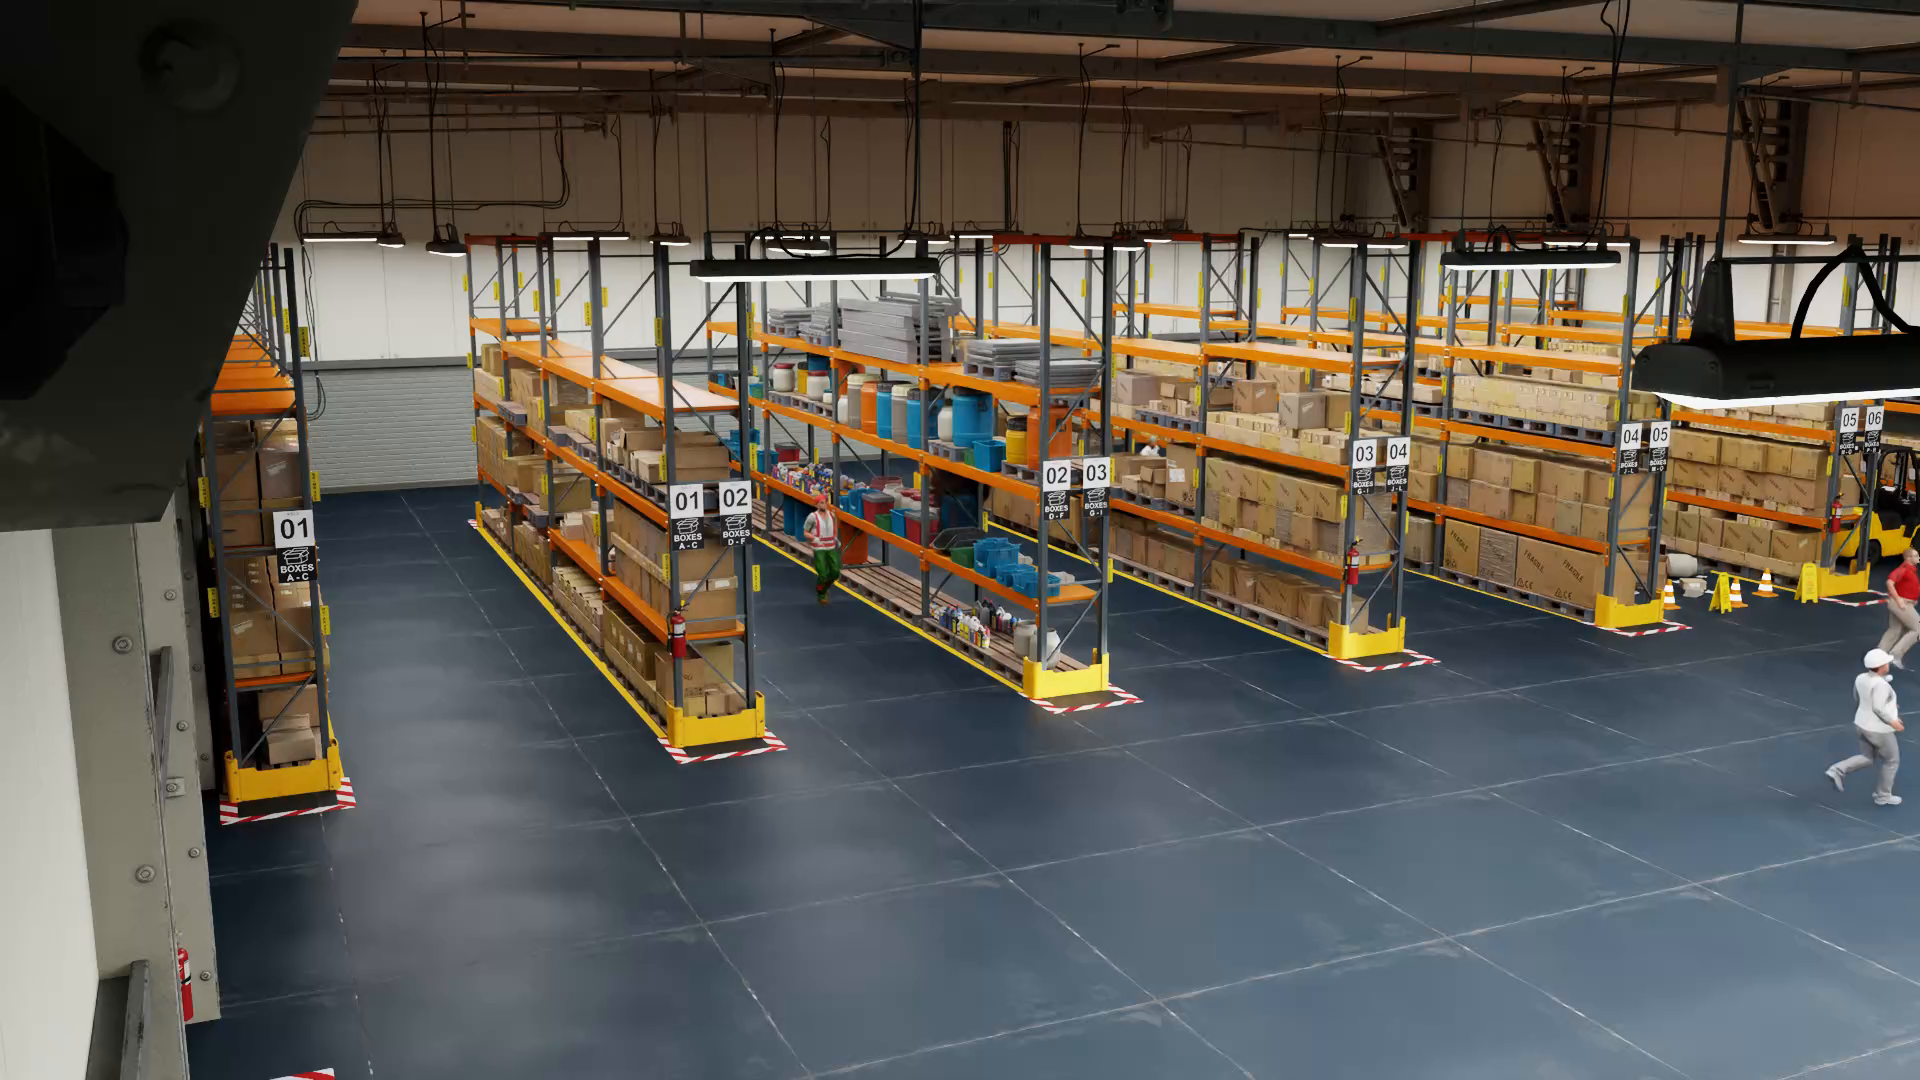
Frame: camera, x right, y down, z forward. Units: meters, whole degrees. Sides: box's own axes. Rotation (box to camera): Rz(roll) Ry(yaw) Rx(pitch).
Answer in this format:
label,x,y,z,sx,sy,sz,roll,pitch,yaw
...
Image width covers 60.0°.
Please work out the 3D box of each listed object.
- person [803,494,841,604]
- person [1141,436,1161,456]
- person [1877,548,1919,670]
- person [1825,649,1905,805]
label,x,y,z,sx,sy,sz,roll,pitch,yaw
person,-2.118,0.155,26.207,0.648,1.762,0.564,-7,13,-31
person,4.180,-1.476,36.374,0.633,1.633,0.776,-5,12,-26
person,13.470,0.979,23.680,0.709,1.755,0.630,5,12,24
person,9.923,2.035,18.083,0.803,1.739,0.668,0,11,-1
